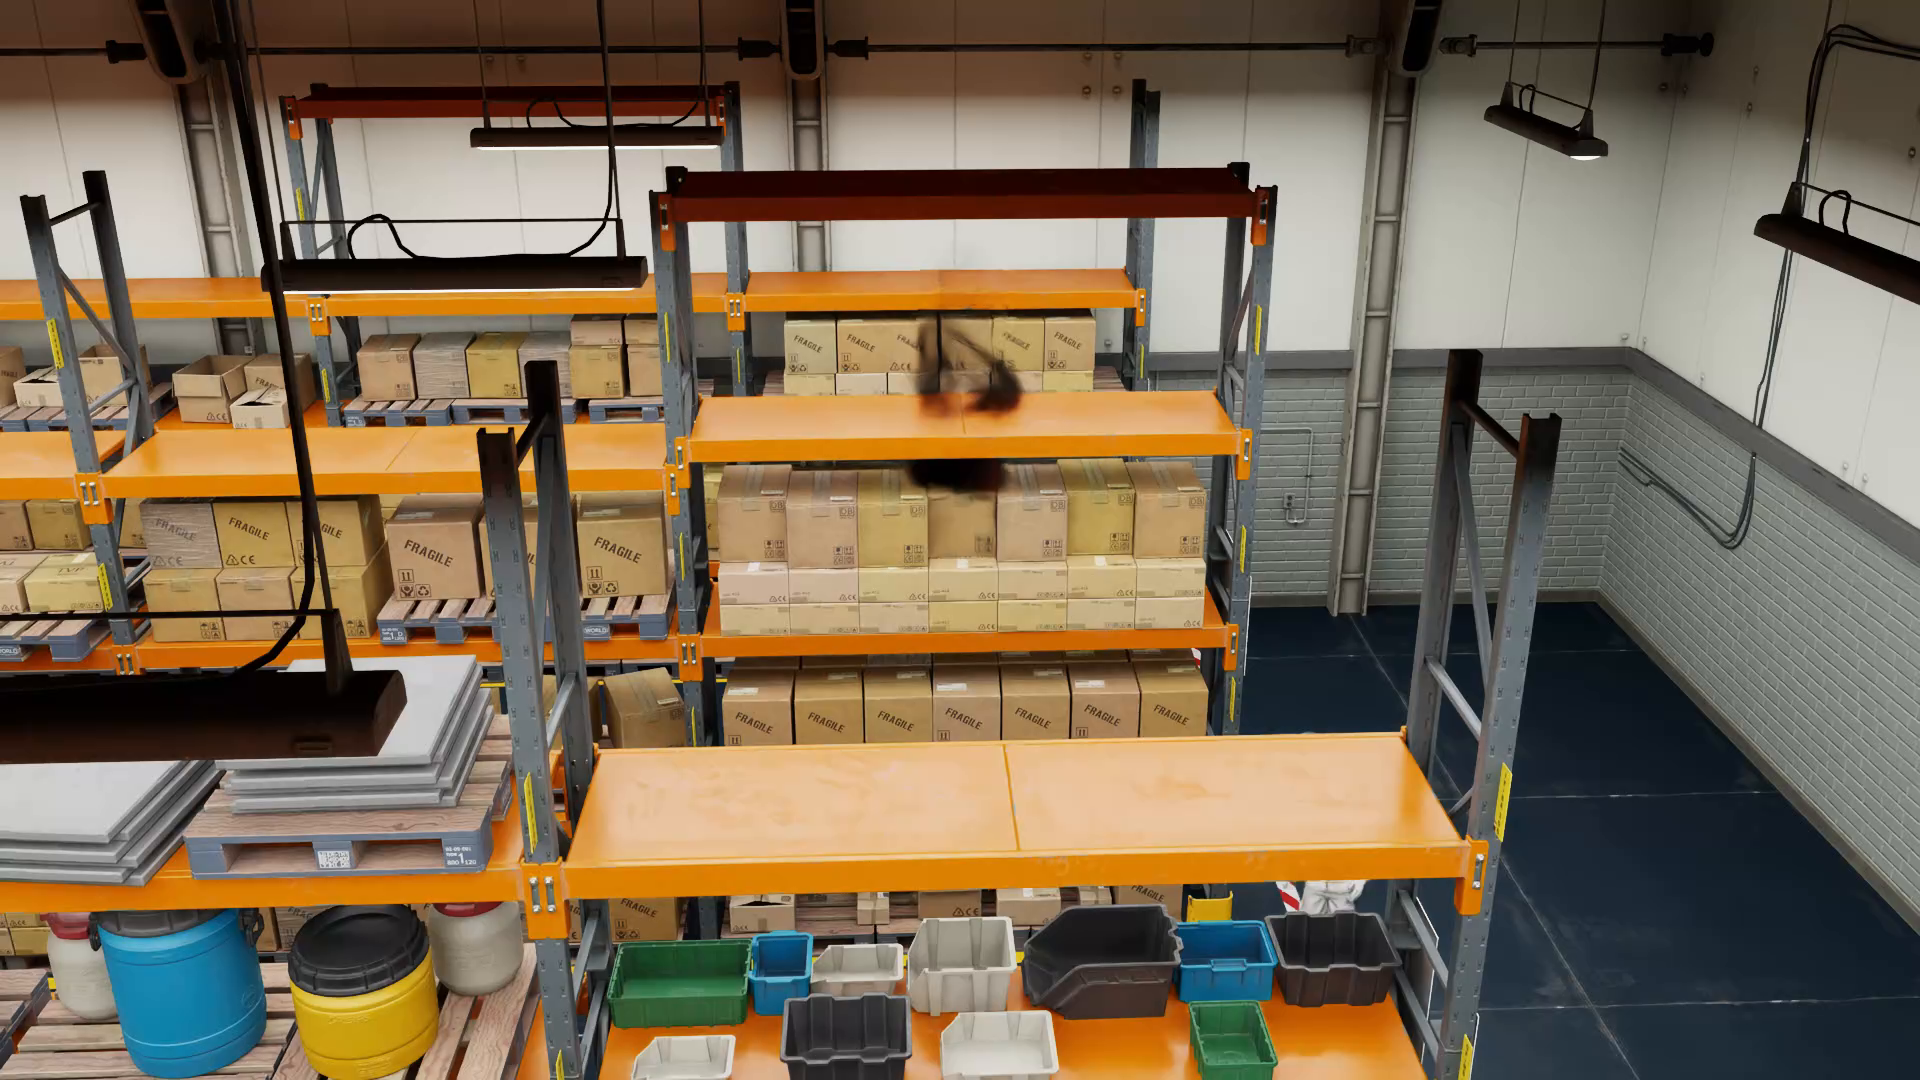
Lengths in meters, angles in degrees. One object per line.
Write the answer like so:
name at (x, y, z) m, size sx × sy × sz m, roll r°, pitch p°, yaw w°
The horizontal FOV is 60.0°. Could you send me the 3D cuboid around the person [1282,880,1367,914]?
person at (2.749, 2.594, 12.437) m, size 0.726 × 1.757 × 0.504 m, roll 7°, pitch 23°, yaw 17°
